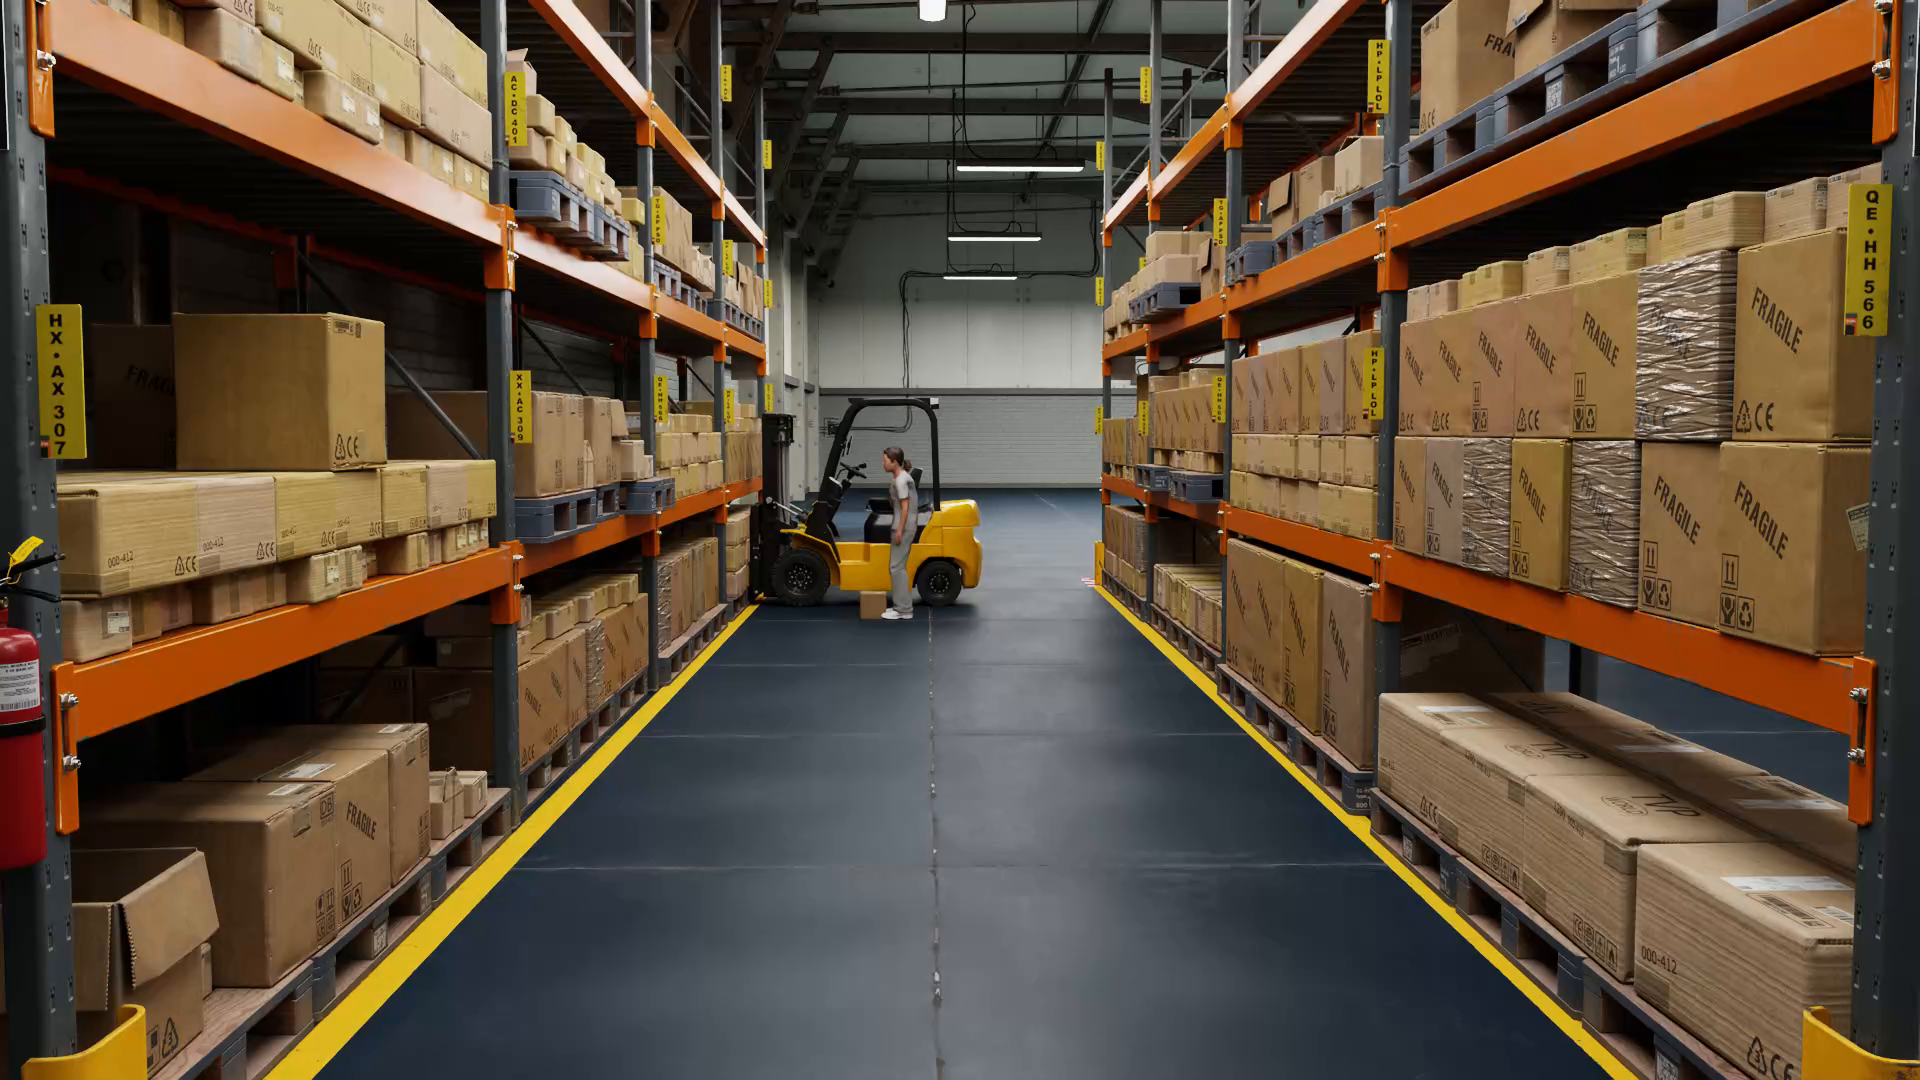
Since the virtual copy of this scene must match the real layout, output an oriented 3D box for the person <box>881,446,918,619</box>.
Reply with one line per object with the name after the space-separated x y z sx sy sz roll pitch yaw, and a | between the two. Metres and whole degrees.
-0.590 -0.077 16.115 0.362 1.671 0.498 0 4 -4 | person
